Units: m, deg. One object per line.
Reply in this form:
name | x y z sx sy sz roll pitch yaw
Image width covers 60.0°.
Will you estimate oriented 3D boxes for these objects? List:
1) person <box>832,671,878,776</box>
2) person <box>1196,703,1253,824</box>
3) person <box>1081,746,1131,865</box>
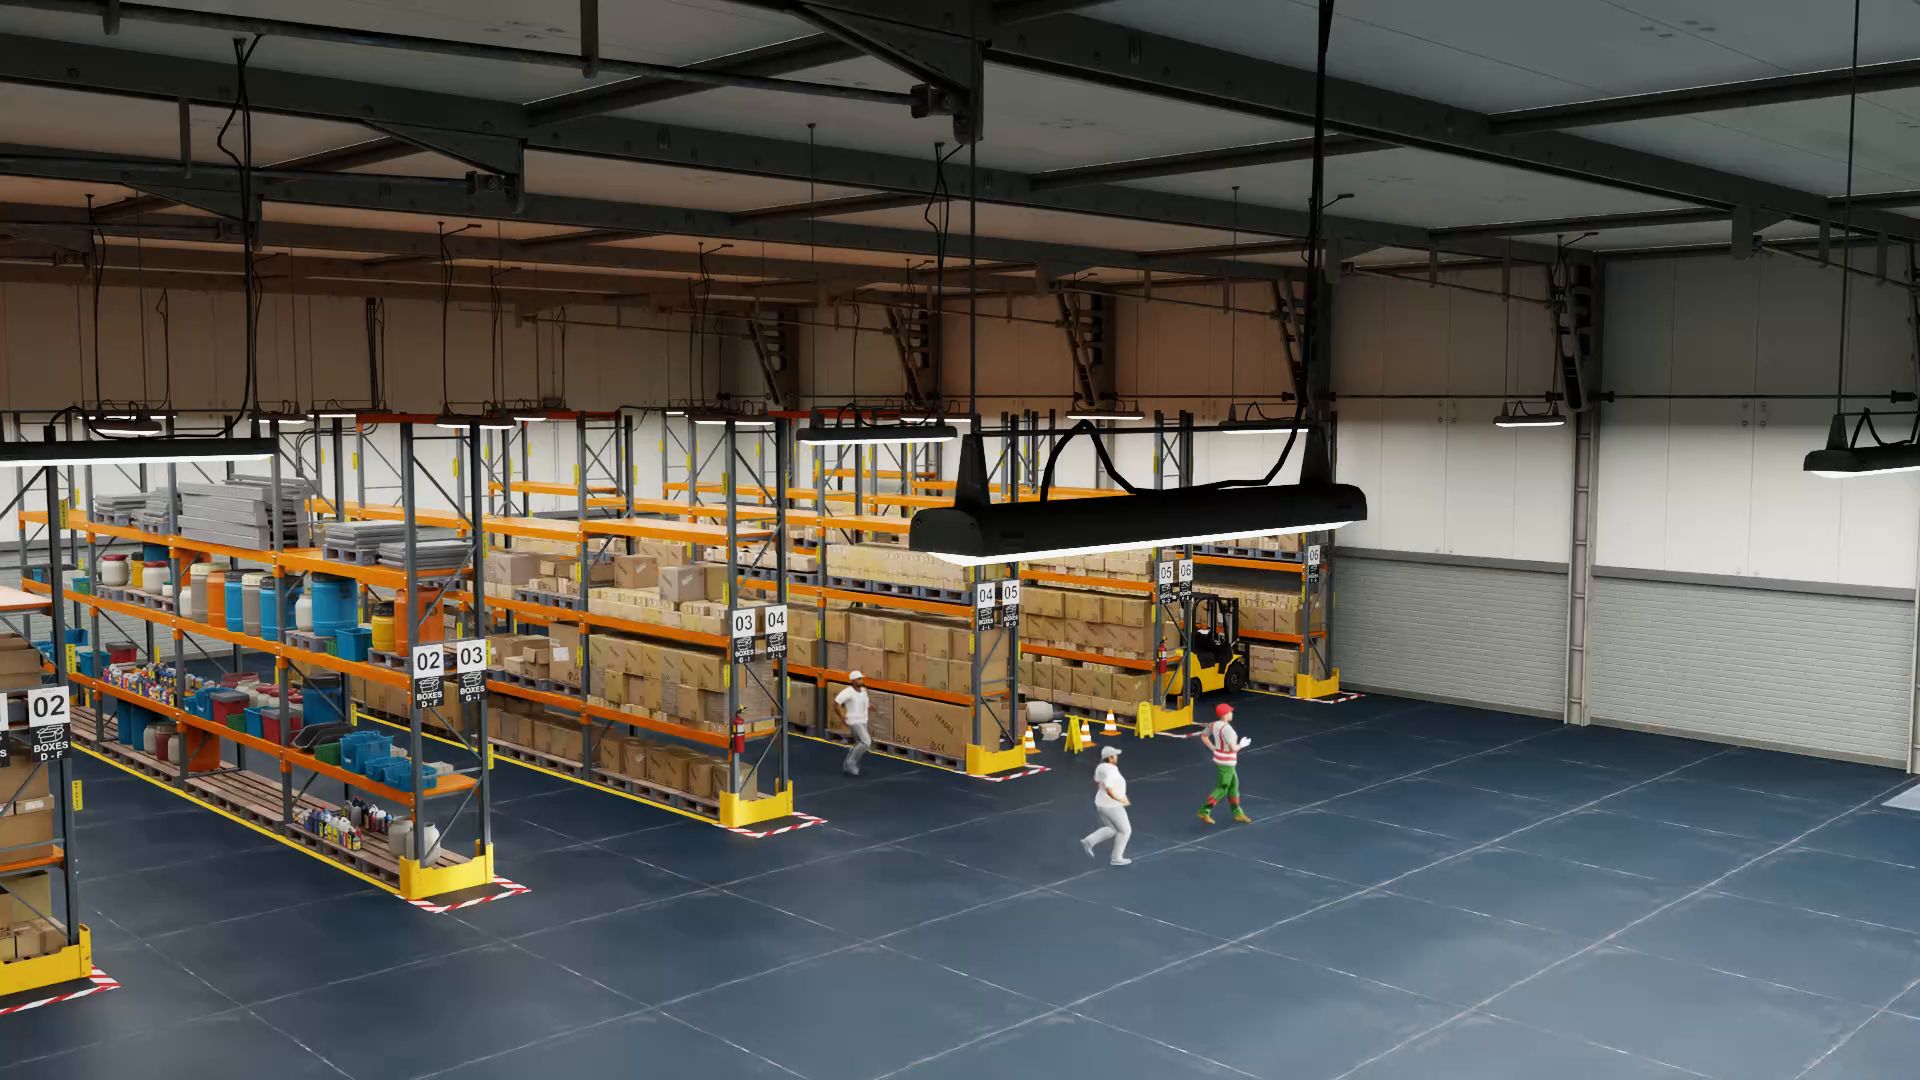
person | -1.687 3.045 27.692 0.673 1.742 0.676 3 6 29
person | 3.893 3.283 24.370 0.901 1.795 0.645 -1 5 -10
person | 1.992 3.579 22.377 0.664 1.619 0.611 -2 5 -17
